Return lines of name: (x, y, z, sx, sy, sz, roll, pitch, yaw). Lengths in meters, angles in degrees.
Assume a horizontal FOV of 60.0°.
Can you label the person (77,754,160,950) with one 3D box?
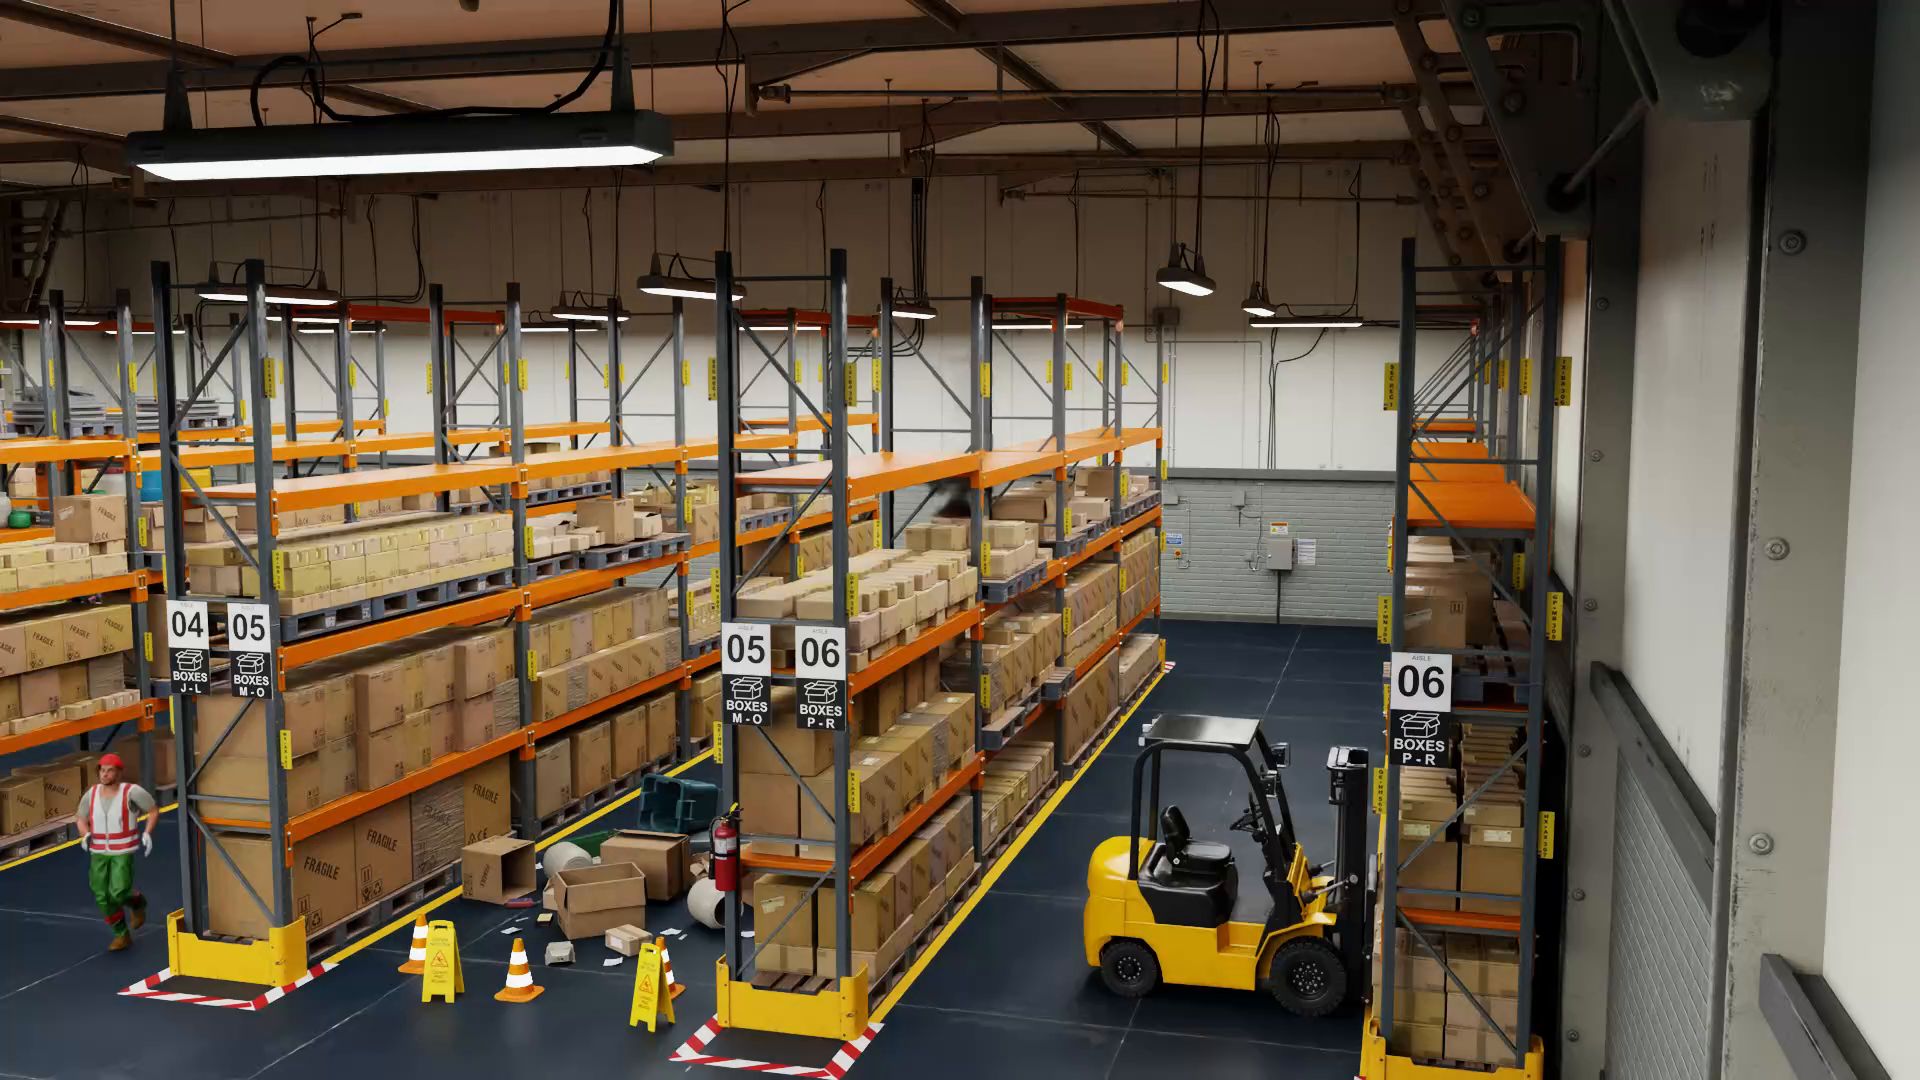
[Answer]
person: (-7.472, 2.753, 14.686, 0.655, 1.742, 0.593, -1, 6, -5)
